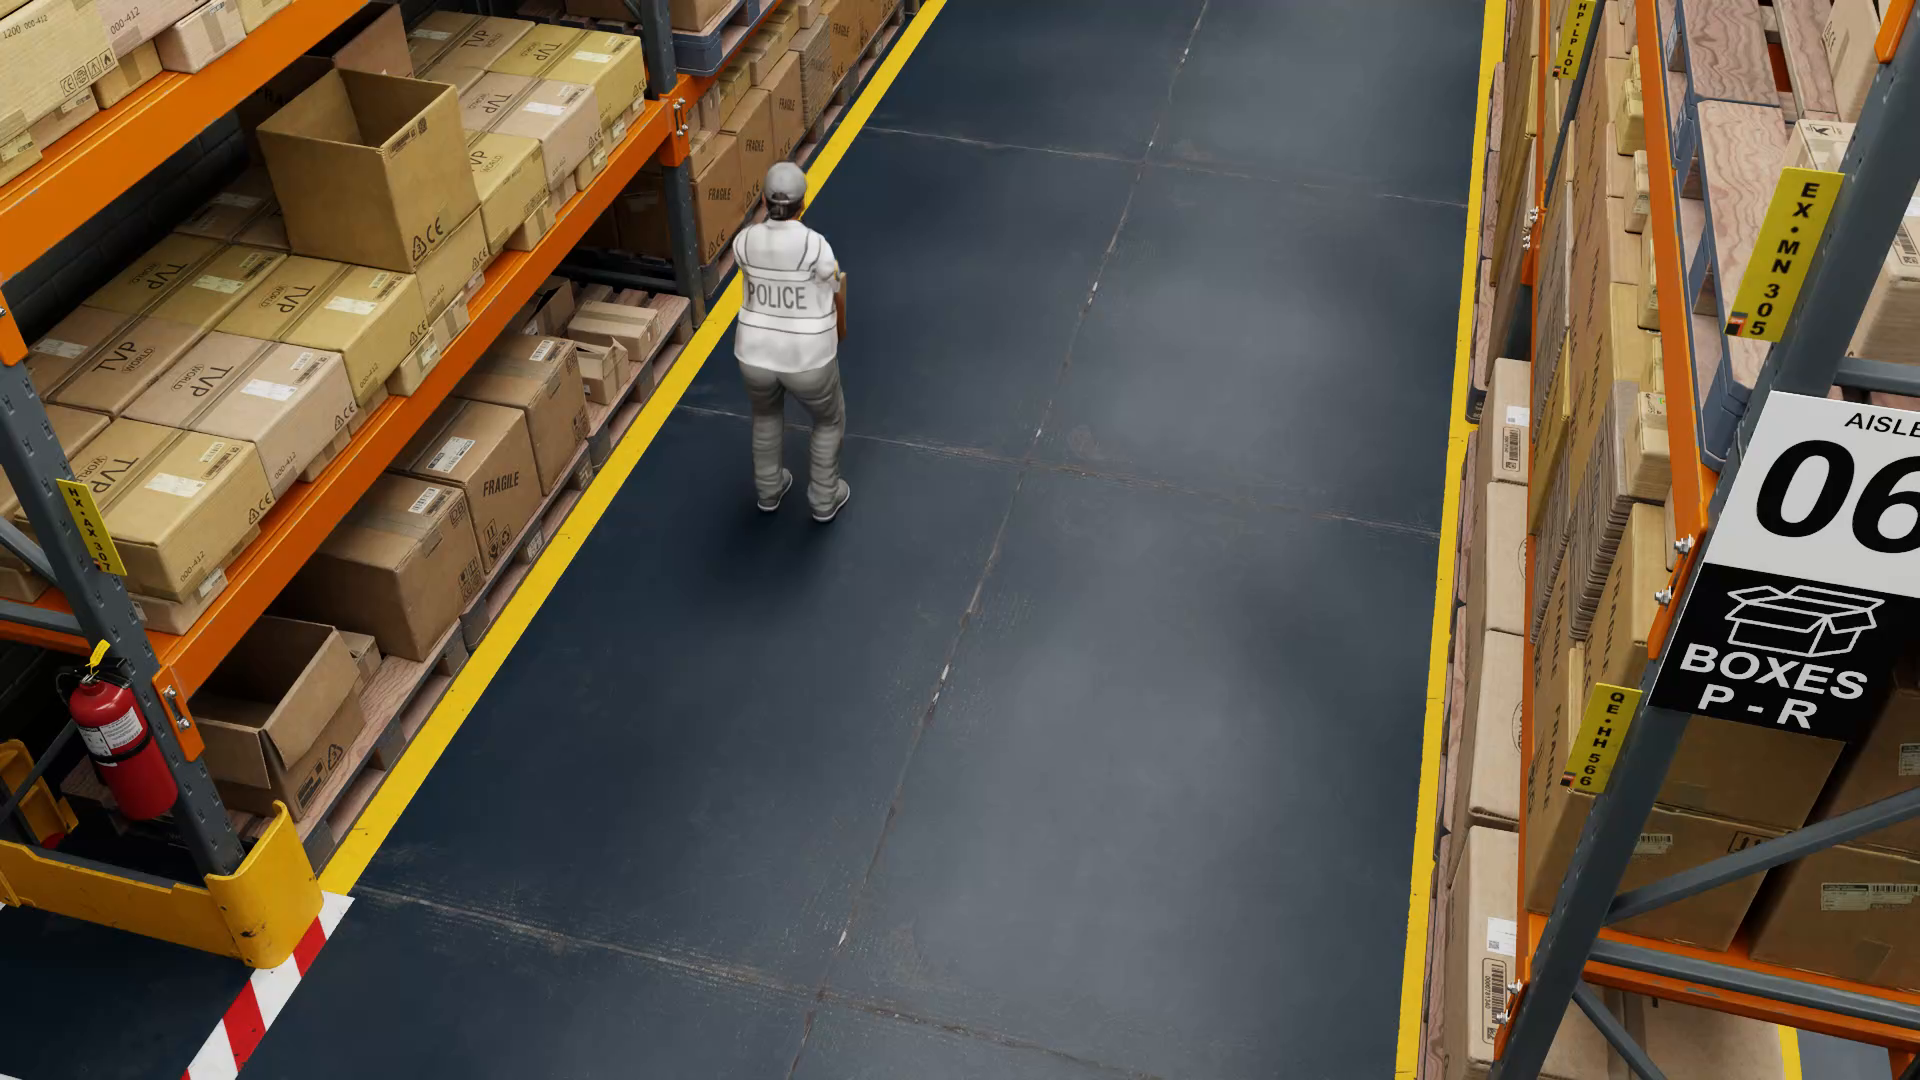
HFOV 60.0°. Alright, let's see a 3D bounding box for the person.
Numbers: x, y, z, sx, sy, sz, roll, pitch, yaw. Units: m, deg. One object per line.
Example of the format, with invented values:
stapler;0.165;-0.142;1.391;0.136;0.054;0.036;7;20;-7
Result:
person;-0.715;-0.831;7.131;0.452;1.638;0.581;9;42;10
